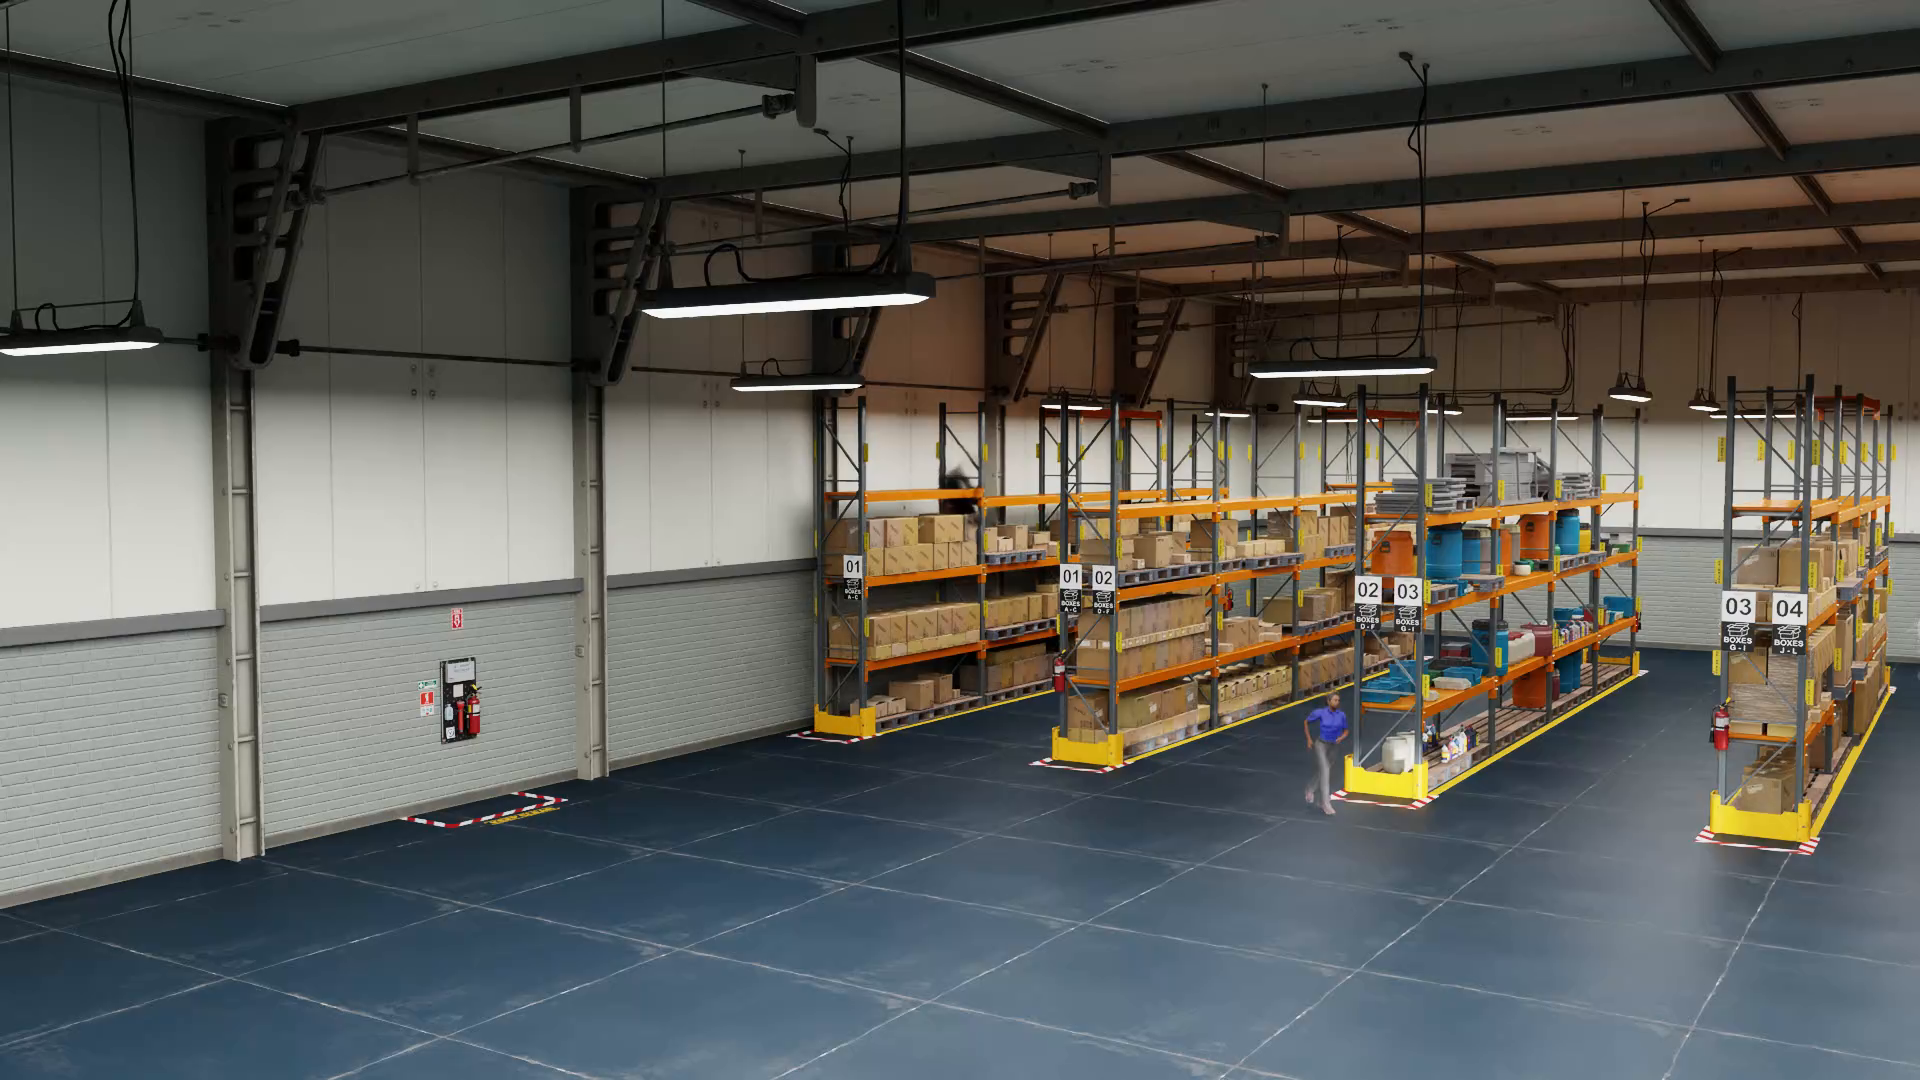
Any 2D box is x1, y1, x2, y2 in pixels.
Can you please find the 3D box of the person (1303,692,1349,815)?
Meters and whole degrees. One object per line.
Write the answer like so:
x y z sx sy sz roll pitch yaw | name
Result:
5.175 2.955 23.383 0.605 1.641 0.899 -1 3 -16 | person
